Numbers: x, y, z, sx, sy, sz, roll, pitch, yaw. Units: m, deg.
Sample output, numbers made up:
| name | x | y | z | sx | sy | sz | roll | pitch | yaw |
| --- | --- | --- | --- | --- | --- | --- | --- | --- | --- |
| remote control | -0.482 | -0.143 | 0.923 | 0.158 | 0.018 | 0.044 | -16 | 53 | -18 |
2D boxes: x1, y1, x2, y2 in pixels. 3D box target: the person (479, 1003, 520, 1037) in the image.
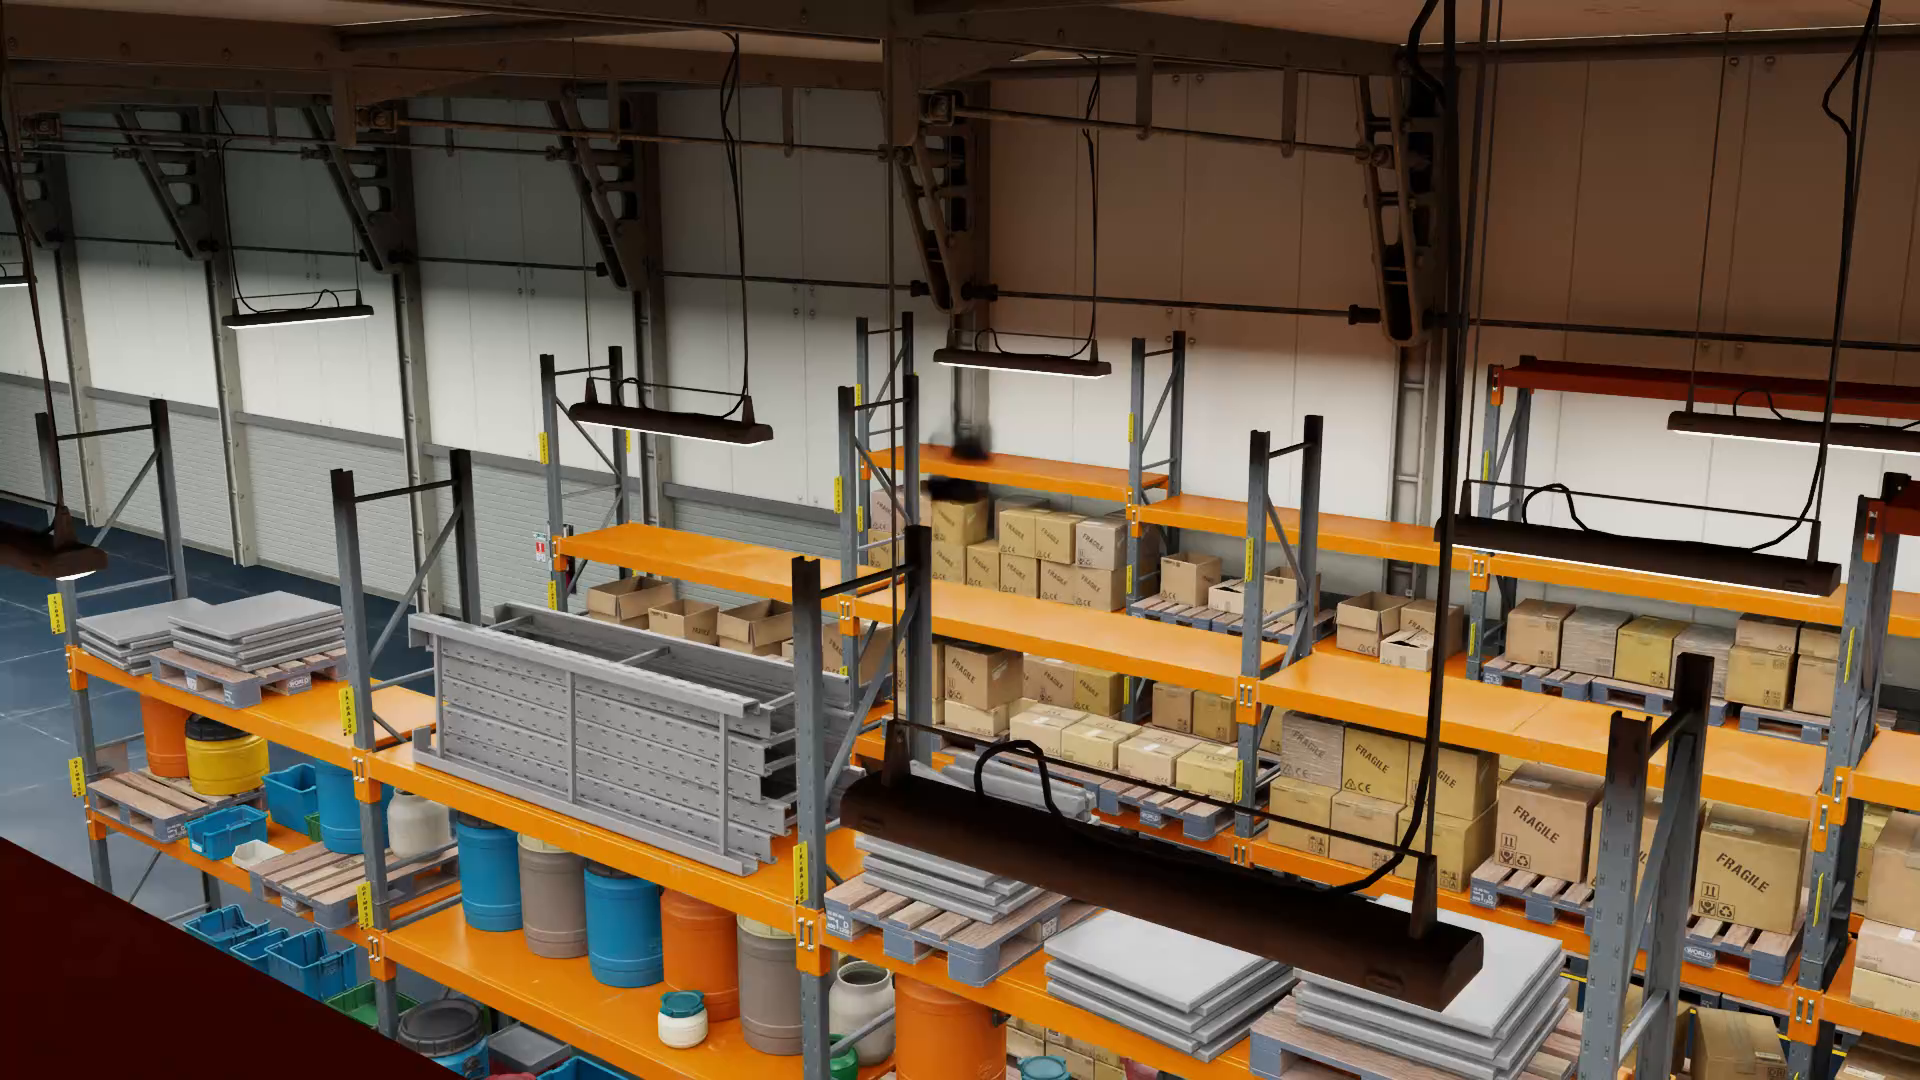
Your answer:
| name | x | y | z | sx | sy | sz | roll | pitch | yaw |
| --- | --- | --- | --- | --- | --- | --- | --- | --- | --- |
| person | -3.927 | 3.906 | 14.505 | 0.692 | 1.784 | 0.628 | 10 | 16 | 36 |
